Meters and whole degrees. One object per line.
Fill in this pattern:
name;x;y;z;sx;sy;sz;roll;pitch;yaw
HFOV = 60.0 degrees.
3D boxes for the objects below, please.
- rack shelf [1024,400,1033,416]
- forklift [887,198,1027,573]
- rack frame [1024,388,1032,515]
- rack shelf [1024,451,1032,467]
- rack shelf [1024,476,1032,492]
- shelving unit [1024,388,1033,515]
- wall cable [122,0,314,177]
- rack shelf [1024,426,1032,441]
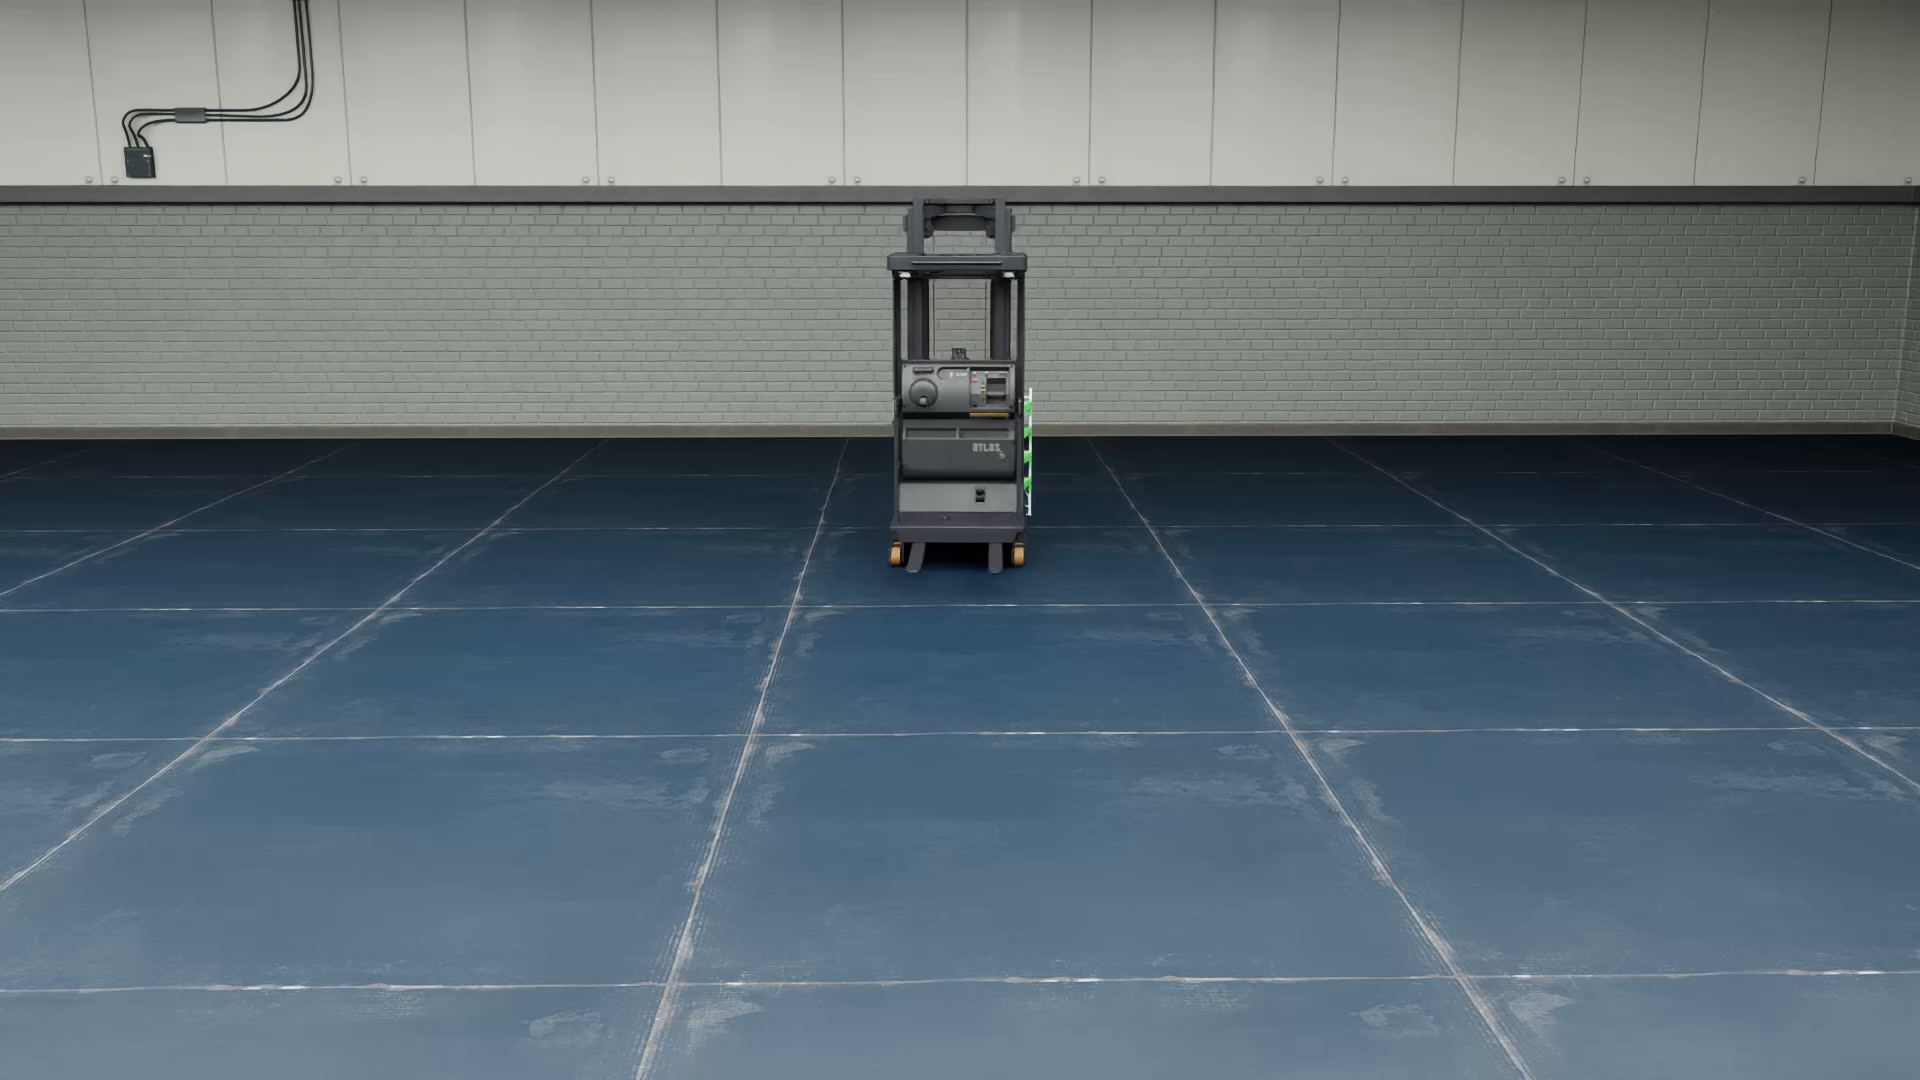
rack shelf;0.492;-1.193;15.328;0.258;0.148;0.480;3;12;14
forklift;-0.014;-1.281;13.499;1.130;2.935;3.031;0;11;1
rack frame;0.553;-0.832;15.642;0.240;1.200;0.015;3;12;14
rack shelf;0.492;-0.722;15.423;0.258;0.148;0.480;3;12;14
rack shelf;0.492;-0.487;15.471;0.258;0.148;0.480;3;12;14
shelving unit;0.492;-0.785;15.411;0.258;1.200;0.503;3;12;14
wall cable;-8.908;-7.335;19.527;2.305;6.003;0.169;0;11;-1
rack shelf;0.492;-0.958;15.376;0.258;0.148;0.480;3;12;14
